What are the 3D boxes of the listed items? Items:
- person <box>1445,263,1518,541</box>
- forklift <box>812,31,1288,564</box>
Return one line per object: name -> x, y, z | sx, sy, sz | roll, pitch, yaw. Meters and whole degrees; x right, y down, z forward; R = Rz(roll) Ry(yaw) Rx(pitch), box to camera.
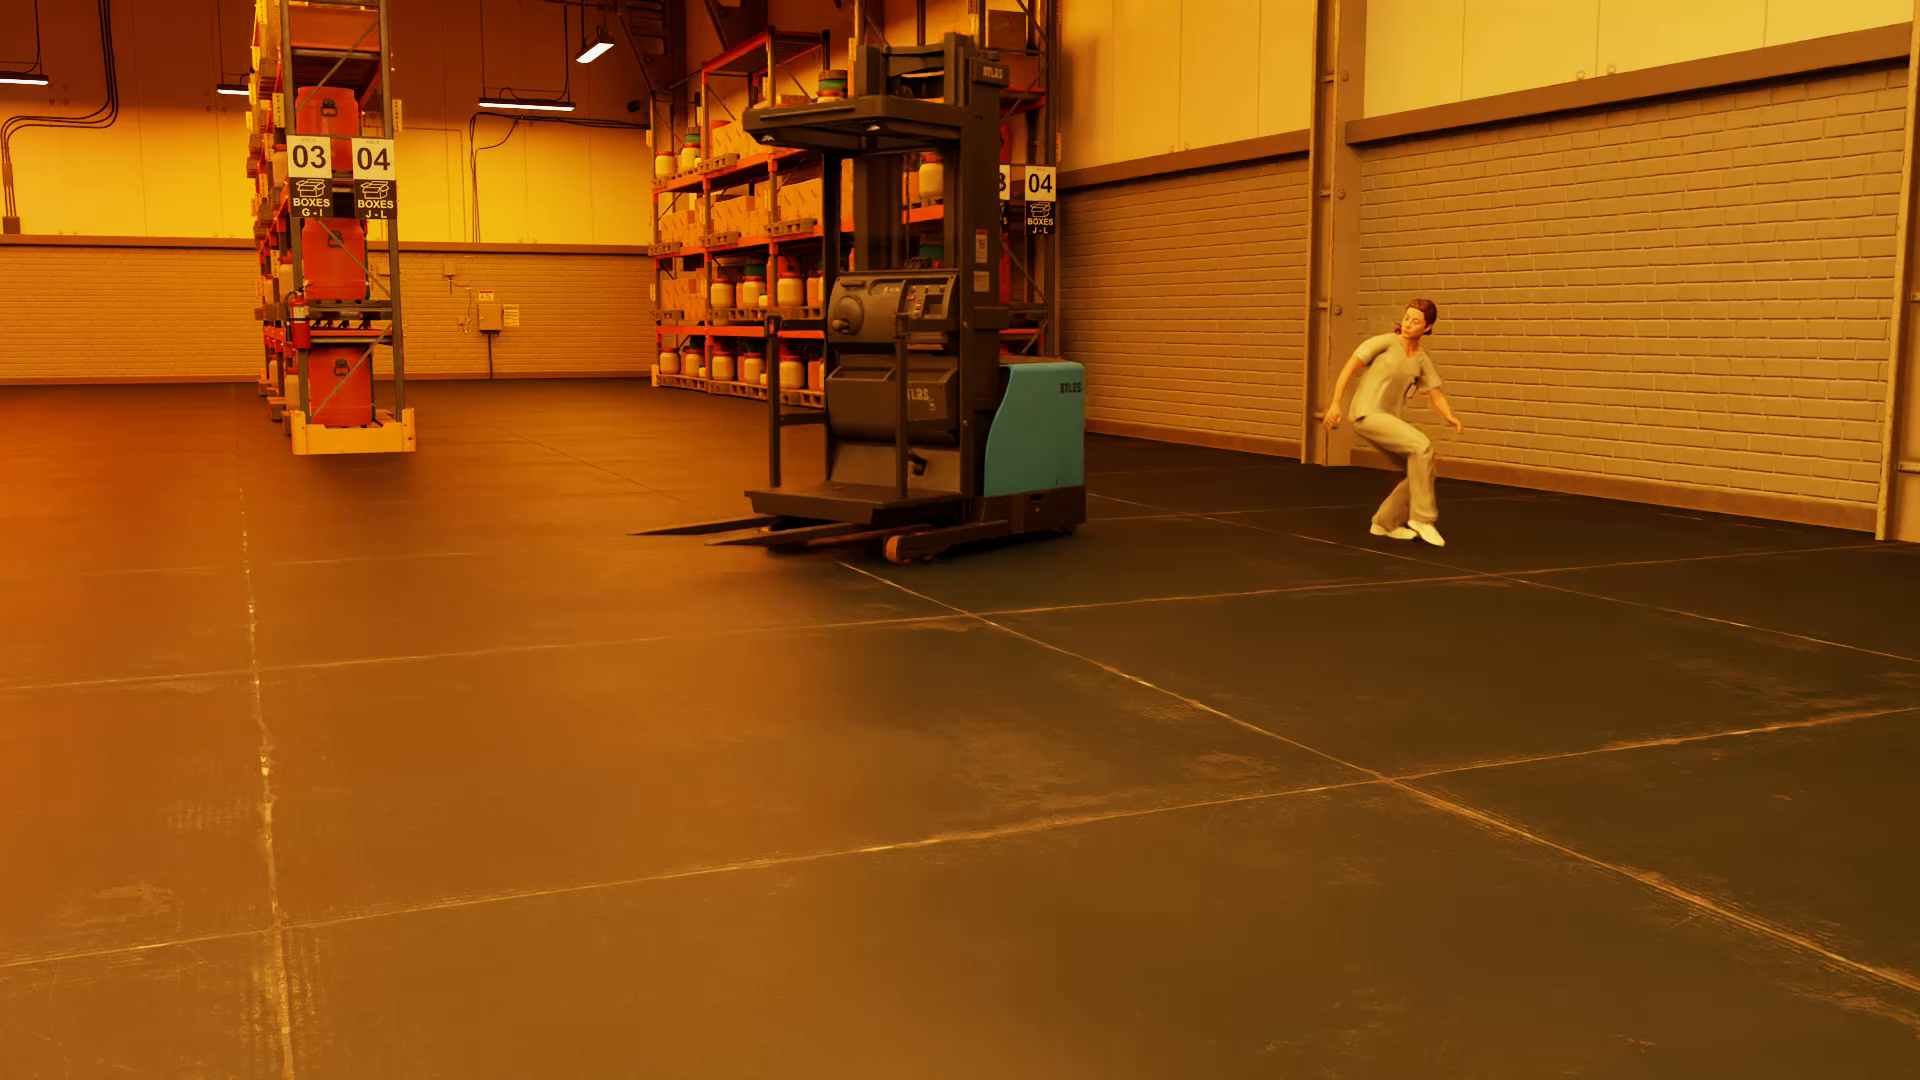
person -> 3.196, -0.839, 10.140 | 0.438, 1.668, 0.383 | -2, 8, -11
forklift -> 0.457, -1.394, 9.512 | 1.130, 2.935, 3.031 | -7, 10, -43
